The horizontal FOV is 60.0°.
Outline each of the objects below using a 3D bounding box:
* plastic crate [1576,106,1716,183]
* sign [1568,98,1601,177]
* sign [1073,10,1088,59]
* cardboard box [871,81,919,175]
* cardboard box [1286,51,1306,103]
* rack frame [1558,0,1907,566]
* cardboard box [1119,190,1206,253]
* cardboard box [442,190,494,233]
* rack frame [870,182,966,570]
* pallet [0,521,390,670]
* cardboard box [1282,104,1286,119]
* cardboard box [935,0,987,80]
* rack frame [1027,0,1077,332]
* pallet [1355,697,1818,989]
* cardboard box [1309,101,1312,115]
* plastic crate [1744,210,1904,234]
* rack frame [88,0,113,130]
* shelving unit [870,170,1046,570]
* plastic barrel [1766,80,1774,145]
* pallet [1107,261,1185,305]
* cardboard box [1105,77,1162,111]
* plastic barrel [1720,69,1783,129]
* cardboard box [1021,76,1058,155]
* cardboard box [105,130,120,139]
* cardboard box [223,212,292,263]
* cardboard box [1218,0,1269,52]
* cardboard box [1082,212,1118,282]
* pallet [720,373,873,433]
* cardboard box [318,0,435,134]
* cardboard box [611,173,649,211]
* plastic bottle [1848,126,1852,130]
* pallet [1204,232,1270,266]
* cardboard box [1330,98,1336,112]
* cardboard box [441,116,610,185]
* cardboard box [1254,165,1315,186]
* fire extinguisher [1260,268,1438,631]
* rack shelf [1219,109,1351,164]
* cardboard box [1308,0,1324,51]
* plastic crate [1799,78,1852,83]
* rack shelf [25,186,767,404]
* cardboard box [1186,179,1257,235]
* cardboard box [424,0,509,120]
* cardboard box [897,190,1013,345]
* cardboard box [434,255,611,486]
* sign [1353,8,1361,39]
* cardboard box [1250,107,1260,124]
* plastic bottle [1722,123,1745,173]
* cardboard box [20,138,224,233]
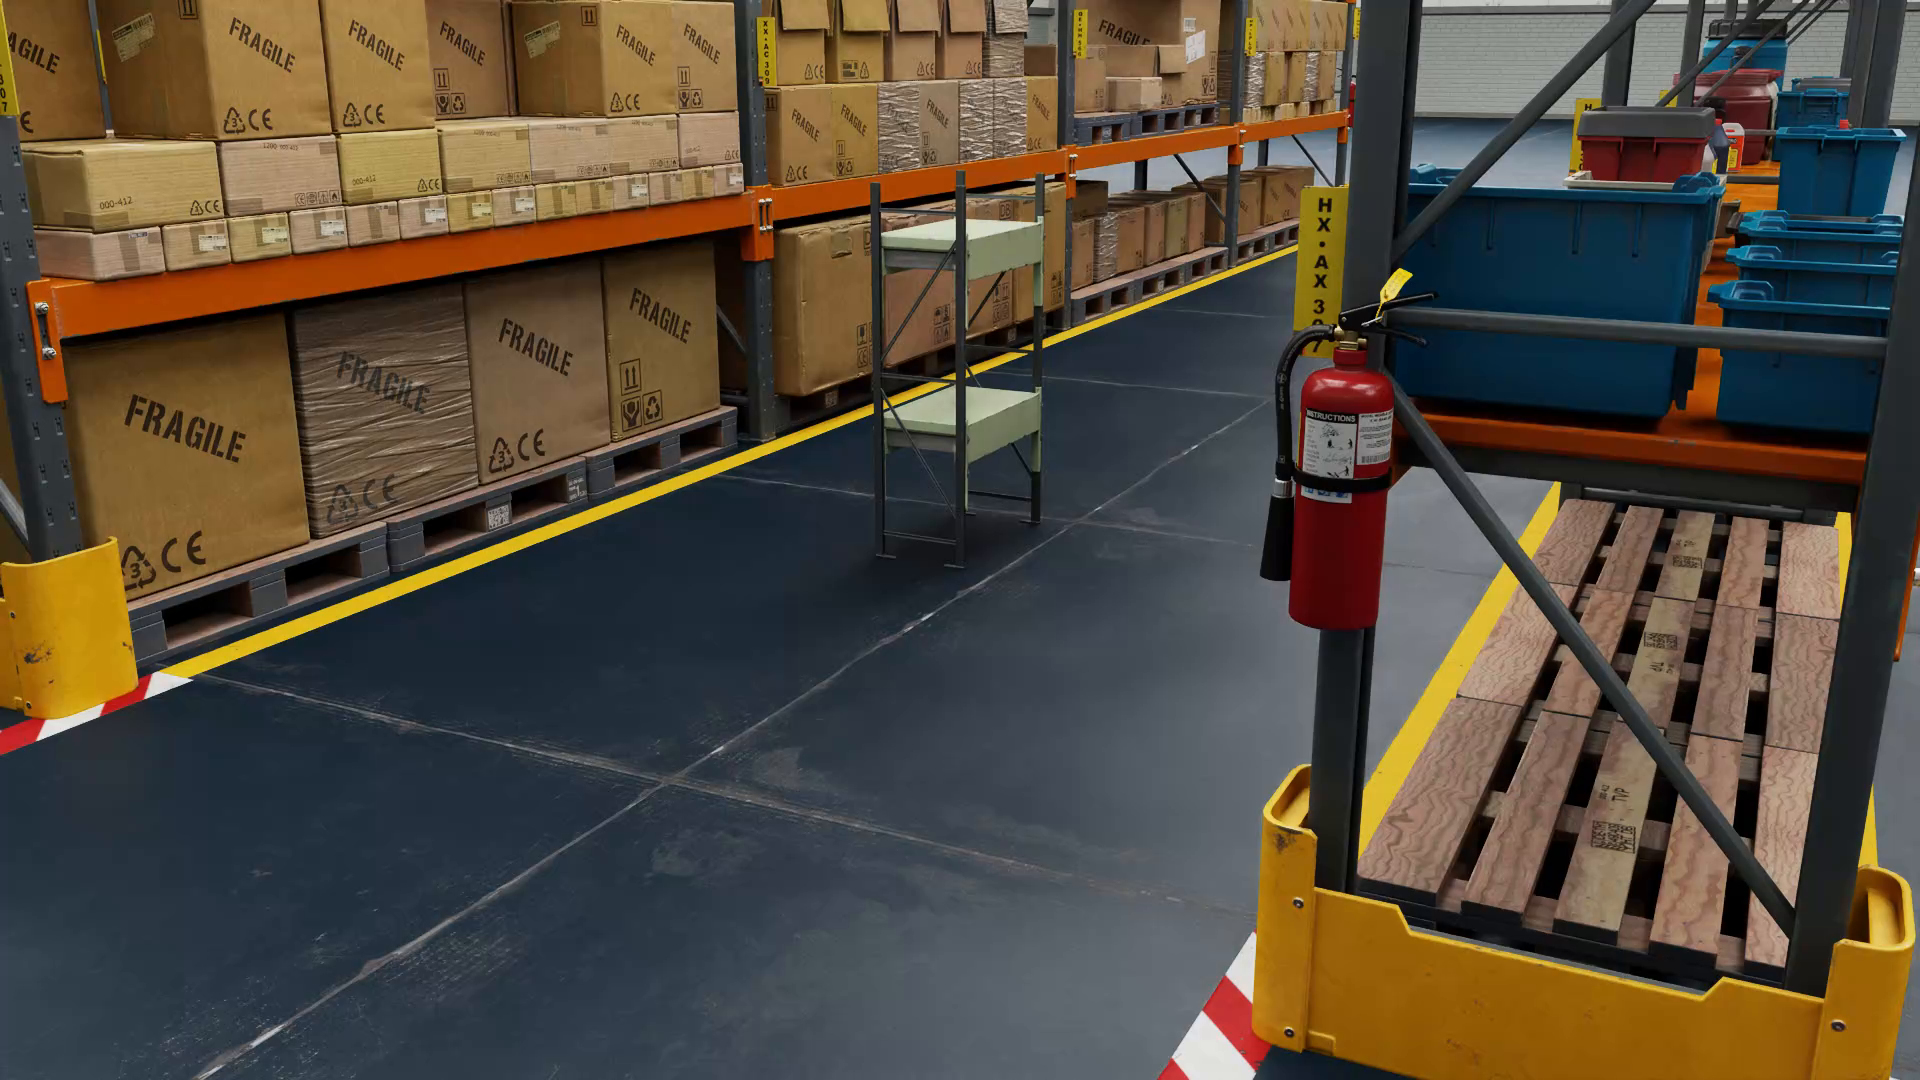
[{"bbox_3d":[2.360,-1.251,5.751,0.402,0.464,0.583,8,18,25],"label":"plastic crate"},{"bbox_3d":[2.492,-1.590,6.624,0.100,0.325,0.005,8,18,25],"label":"sign"},{"bbox_3d":[0.837,-3.521,11.579,0.100,0.325,0.005,8,18,25],"label":"sign"},{"bbox_3d":[-0.571,-2.406,9.682,0.500,0.500,0.500,8,18,24],"label":"cardboard box"},{"bbox_3d":[3.032,-4.737,17.008,0.875,0.500,0.500,8,18,25],"label":"cardboard box"},{"bbox_3d":[2.983,-1.387,6.426,1.000,3.000,0.127,8,18,25],"label":"rack frame"},{"bbox_3d":[1.833,-2.914,15.185,0.700,0.500,0.500,7,18,21],"label":"cardboard box"},{"bbox_3d":[-2.095,-1.318,6.636,0.380,0.149,0.250,8,18,24],"label":"cardboard box"},{"bbox_3d":[-0.161,-0.627,6.503,0.400,1.500,0.023,8,18,25],"label":"rack frame"},{"bbox_3d":[-2.948,0.125,6.234,1.003,0.211,1.213,8,18,25],"label":"pallet"},{"bbox_3d":[3.028,-4.273,16.583,0.380,0.149,0.250,8,18,25],"label":"cardboard box"},{"bbox_3d":[-0.296,-3.215,10.644,0.797,0.503,0.637,9,19,27],"label":"cardboard box"},{"bbox_3d":[0.339,-3.036,11.978,1.000,3.000,0.127,8,18,25],"label":"rack frame"},{"bbox_3d":[1.599,0.763,4.084,1.003,0.211,1.213,8,18,25],"label":"pallet"},{"bbox_3d":[3.519,-4.601,17.687,0.380,0.149,0.250,8,18,25],"label":"cardboard box"},{"bbox_3d":[2.323,-0.750,4.469,0.416,0.233,0.300,8,18,25],"label":"plastic crate"},{"bbox_3d":[-5.840,-2.674,10.759,1.000,3.000,0.127,8,18,25],"label":"rack frame"},{"bbox_3d":[0.003,-0.721,6.817,0.431,1.500,0.755,8,18,25],"label":"shelving unit"},{"bbox_3d":[5.227,-2.856,11.176,0.421,0.512,0.421,0,17,0],"label":"plastic barrel"},{"bbox_3d":[1.236,-2.208,14.087,1.003,0.211,1.213,8,18,25],"label":"pallet"},{"bbox_3d":[1.294,-3.563,13.279,0.500,0.250,0.500,8,18,24],"label":"cardboard box"},{"bbox_3d":[5.934,-3.274,12.541,0.433,0.535,0.433,0,17,0],"label":"plastic barrel"},{"bbox_3d":[0.340,-2.927,11.435,0.500,0.500,0.500,9,19,27],"label":"cardboard box"},{"bbox_3d":[-3.029,-1.355,6.061,0.500,0.250,0.500,8,18,24],"label":"cardboard box"},{"bbox_3d":[-2.554,-1.057,5.757,0.380,0.149,0.250,8,18,24],"label":"cardboard box"},{"bbox_3d":[2.555,-4.807,15.487,0.500,0.500,0.500,8,18,25],"label":"cardboard box"},{"bbox_3d":[0.857,-2.365,13.336,0.700,0.500,0.500,6,18,21],"label":"cardboard box"},{"bbox_3d":[-1.171,-0.887,9.639,1.003,0.211,1.213,8,18,25],"label":"pallet"},{"bbox_3d":[-2.330,-1.777,6.162,0.500,0.500,0.500,8,18,24],"label":"cardboard box"},{"bbox_3d":[-1.636,-1.581,7.521,0.380,0.149,0.250,8,19,26],"label":"cardboard box"},{"bbox_3d":[4.868,-2.134,9.146,0.061,0.283,0.133,8,18,25],"label":"plastic bottle"},{"bbox_3d":[2.395,-2.894,16.397,1.003,0.211,1.213,8,18,25],"label":"pallet"},{"bbox_3d":[3.971,-4.855,18.542,0.380,0.149,0.250,8,18,25],"label":"cardboard box"},{"bbox_3d":[-1.868,-1.680,7.153,0.500,0.250,0.500,9,19,26],"label":"cardboard box"},{"bbox_3d":[3.620,-3.920,18.607,0.500,0.500,0.500,12,20,36],"label":"cardboard box"},{"bbox_3d":[0.722,-0.172,3.126,0.296,0.674,0.183,8,18,25],"label":"fire extinguisher"},{"bbox_3d":[3.020,-4.220,17.226,1.077,0.370,4.000,8,18,25],"label":"rack shelf"},{"bbox_3d":[3.445,-5.317,17.204,0.500,0.500,0.500,8,18,25],"label":"cardboard box"},{"bbox_3d":[6.615,-3.293,12.732,0.402,0.464,0.583,8,18,25],"label":"plastic crate"},{"bbox_3d":[-2.342,-1.163,6.935,1.077,0.370,4.000,8,18,25],"label":"rack shelf"},{"bbox_3d":[2.590,-3.302,16.525,0.500,0.500,0.500,16,23,43],"label":"cardboard box"},{"bbox_3d":[-2.346,-2.100,7.252,0.500,0.500,0.500,7,18,24],"label":"cardboard box"},{"bbox_3d":[-0.393,-1.820,10.877,1.225,0.875,0.875,8,18,26],"label":"cardboard box"},{"bbox_3d":[-2.217,-0.813,7.487,0.875,0.875,0.875,8,18,25],"label":"cardboard box"},{"bbox_3d":[4.402,-5.705,18.374,0.100,0.325,0.005,8,18,25],"label":"sign"},{"bbox_3d":[2.615,-4.013,15.709,0.380,0.149,0.250,8,18,25],"label":"cardboard box"},{"bbox_3d":[4.424,-2.258,9.577,0.152,0.276,0.135,8,18,25],"label":"plastic bottle"},{"bbox_3d":[-2.779,-1.157,5.393,0.500,0.250,0.500,8,18,24],"label":"cardboard box"}]
